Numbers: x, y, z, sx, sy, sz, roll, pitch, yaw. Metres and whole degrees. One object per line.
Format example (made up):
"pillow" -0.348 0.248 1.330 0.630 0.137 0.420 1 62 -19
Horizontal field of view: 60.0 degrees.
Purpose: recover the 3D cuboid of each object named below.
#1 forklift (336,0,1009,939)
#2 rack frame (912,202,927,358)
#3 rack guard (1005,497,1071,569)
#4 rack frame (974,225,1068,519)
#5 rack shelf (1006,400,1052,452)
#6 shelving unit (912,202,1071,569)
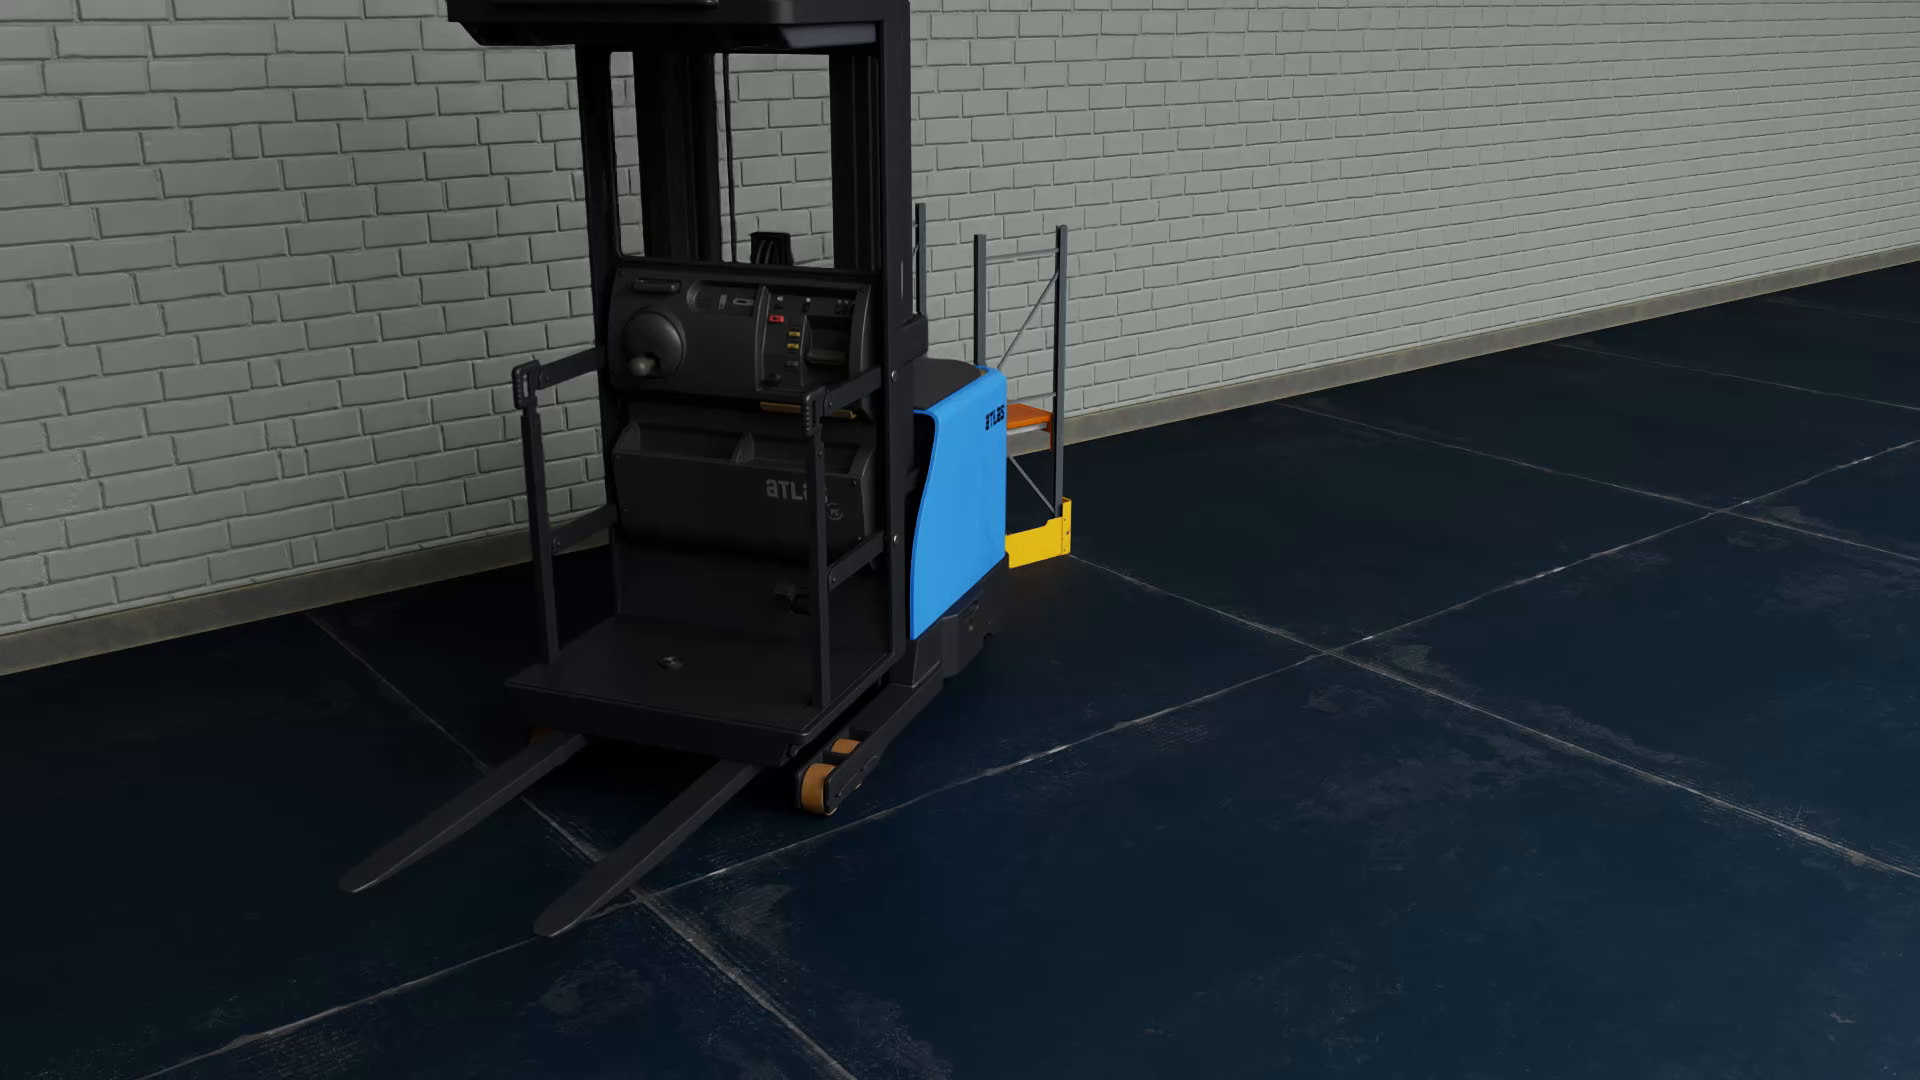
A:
"forklift" -0.799 -0.669 5.221 1.130 2.935 3.031 7 19 20
"rack frame" -0.369 -0.858 8.069 0.500 1.500 0.032 -14 23 -36
"rack guard" 0.262 -0.015 7.509 0.587 0.250 0.087 -14 23 -36
"rack frame" 0.263 -0.608 7.312 0.500 1.500 0.032 -14 23 -36
"rack shelf" -0.053 -0.562 7.747 0.538 0.185 1.000 -14 23 -36
"shelving unit" -0.047 -0.731 7.683 0.587 1.500 1.083 -14 23 -36
